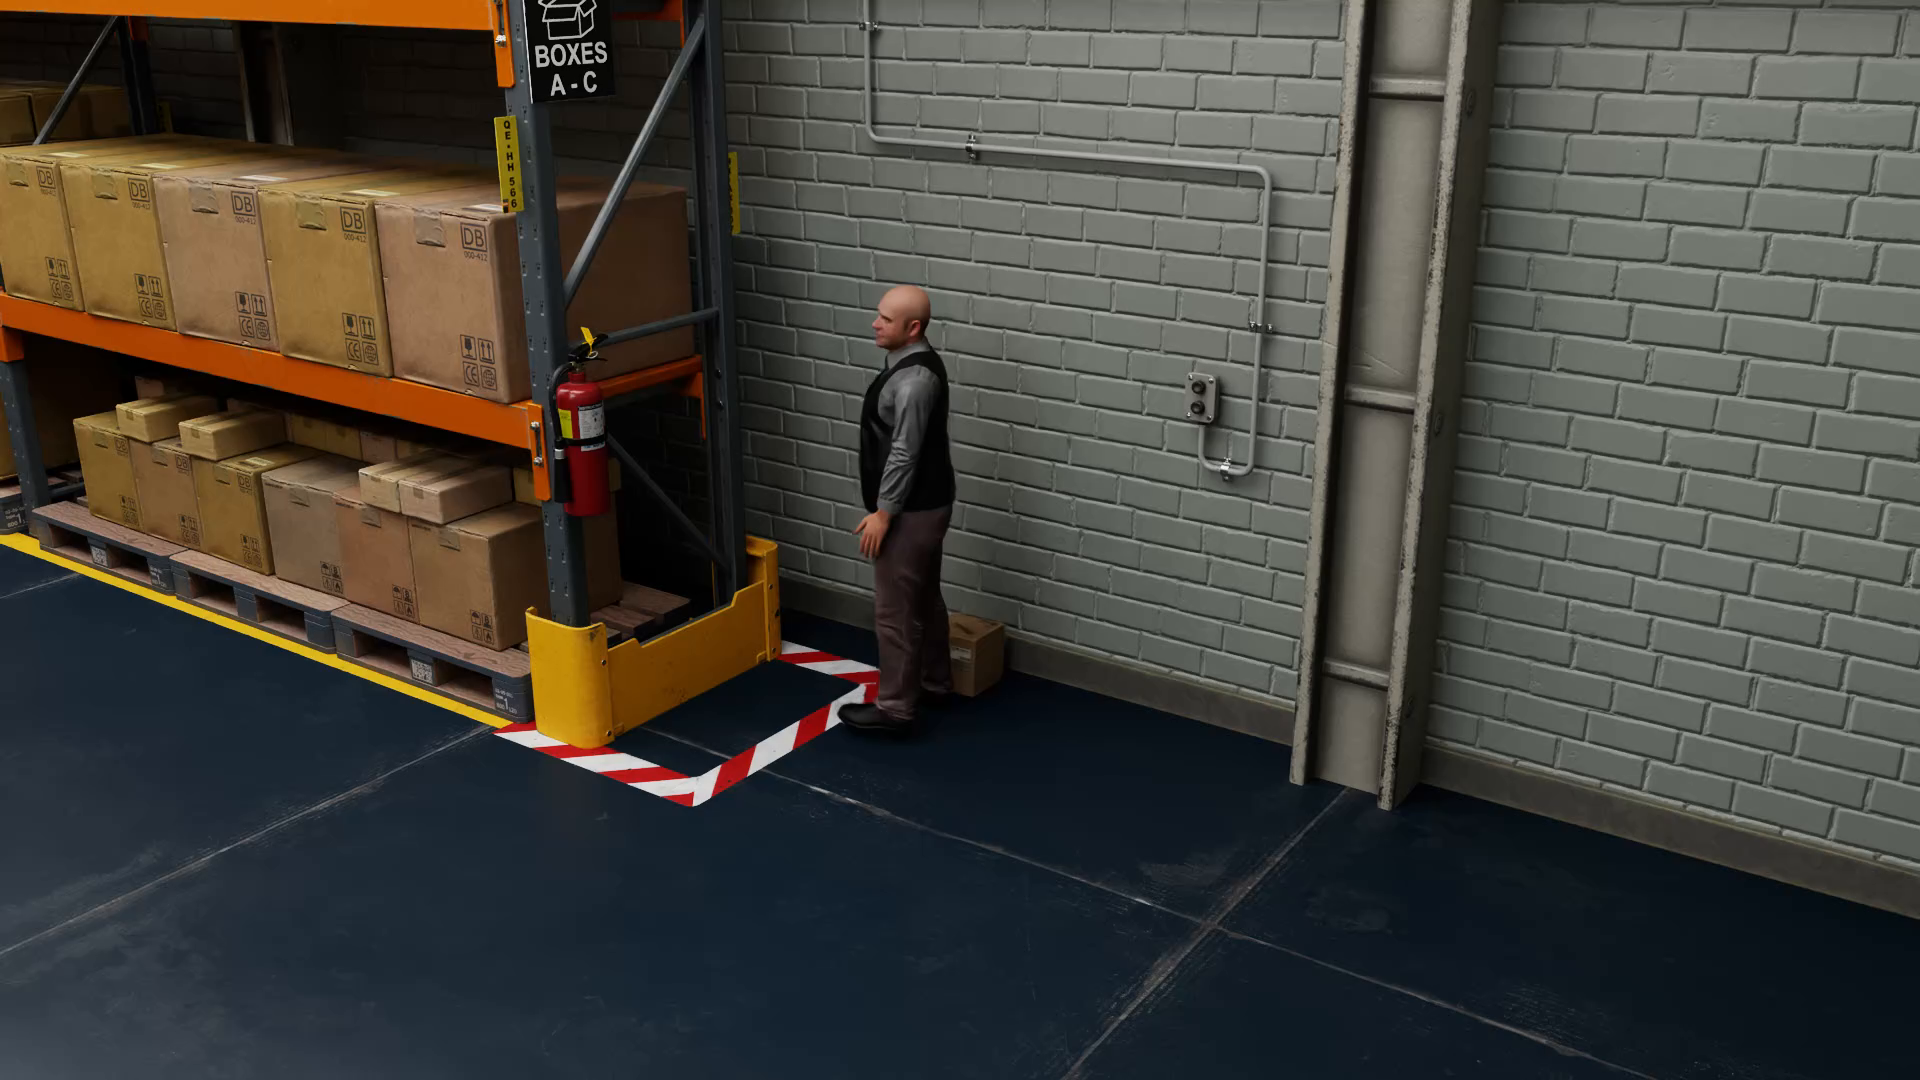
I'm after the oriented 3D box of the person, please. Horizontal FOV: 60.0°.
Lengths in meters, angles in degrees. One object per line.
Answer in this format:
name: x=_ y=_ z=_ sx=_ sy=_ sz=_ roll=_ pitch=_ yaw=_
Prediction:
person: x=-0.243 y=-0.068 z=6.365 sx=0.462 sy=1.631 sz=0.567 roll=1 pitch=20 yaw=3
